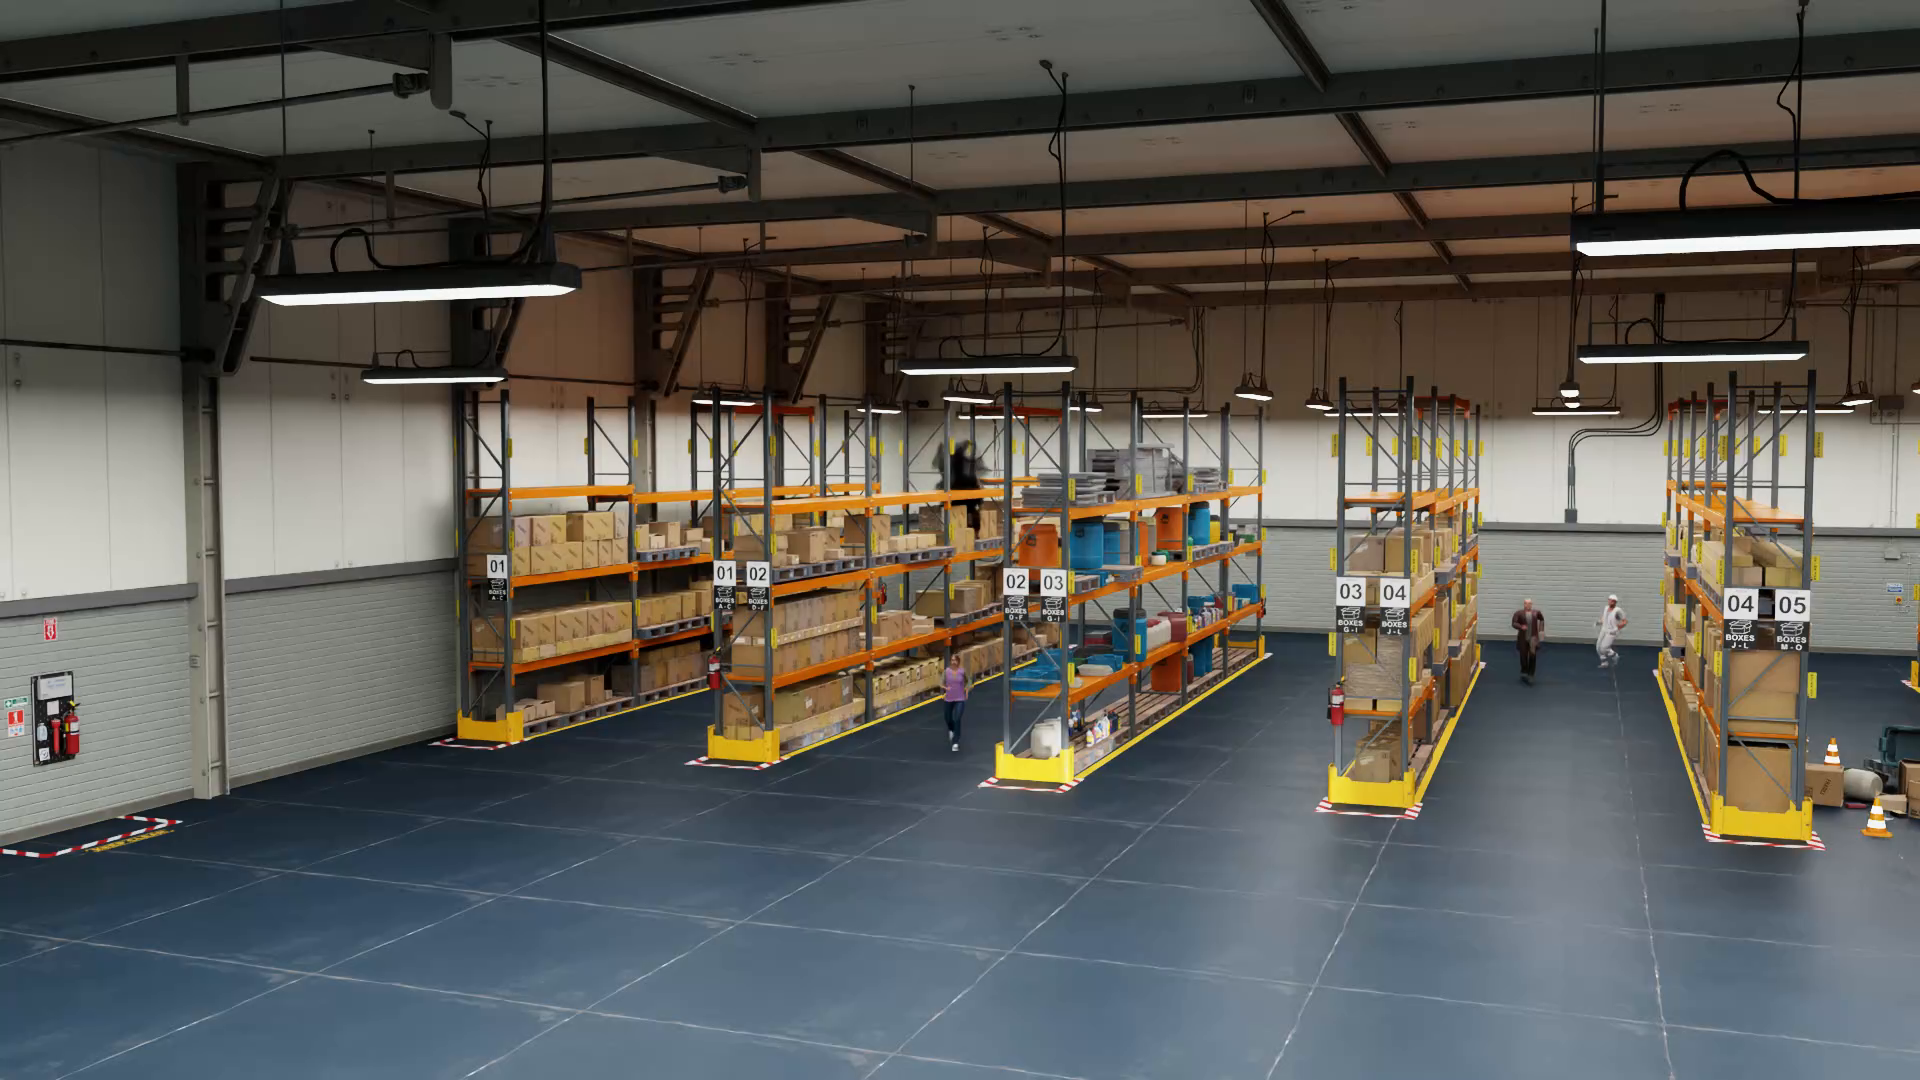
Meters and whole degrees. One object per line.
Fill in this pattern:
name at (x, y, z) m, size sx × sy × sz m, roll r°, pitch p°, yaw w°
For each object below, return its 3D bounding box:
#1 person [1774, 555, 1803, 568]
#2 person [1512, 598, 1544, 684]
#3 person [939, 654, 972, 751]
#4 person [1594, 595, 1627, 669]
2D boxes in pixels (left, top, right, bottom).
person at (16.525, 1.631, 28.533) m, size 8.690 × 3.602 × 16.073 m, roll 1°, pitch 3°, yaw 12°
person at (12.170, 2.159, 35.647) m, size 0.668 × 1.835 × 0.906 m, roll 1°, pitch 3°, yaw 18°
person at (-0.080, 2.683, 27.722) m, size 0.552 × 1.575 × 0.819 m, roll 0°, pitch 3°, yaw 6°
person at (14.683, 2.083, 37.573) m, size 0.568 × 1.706 × 0.661 m, roll -1°, pitch 3°, yaw -20°
